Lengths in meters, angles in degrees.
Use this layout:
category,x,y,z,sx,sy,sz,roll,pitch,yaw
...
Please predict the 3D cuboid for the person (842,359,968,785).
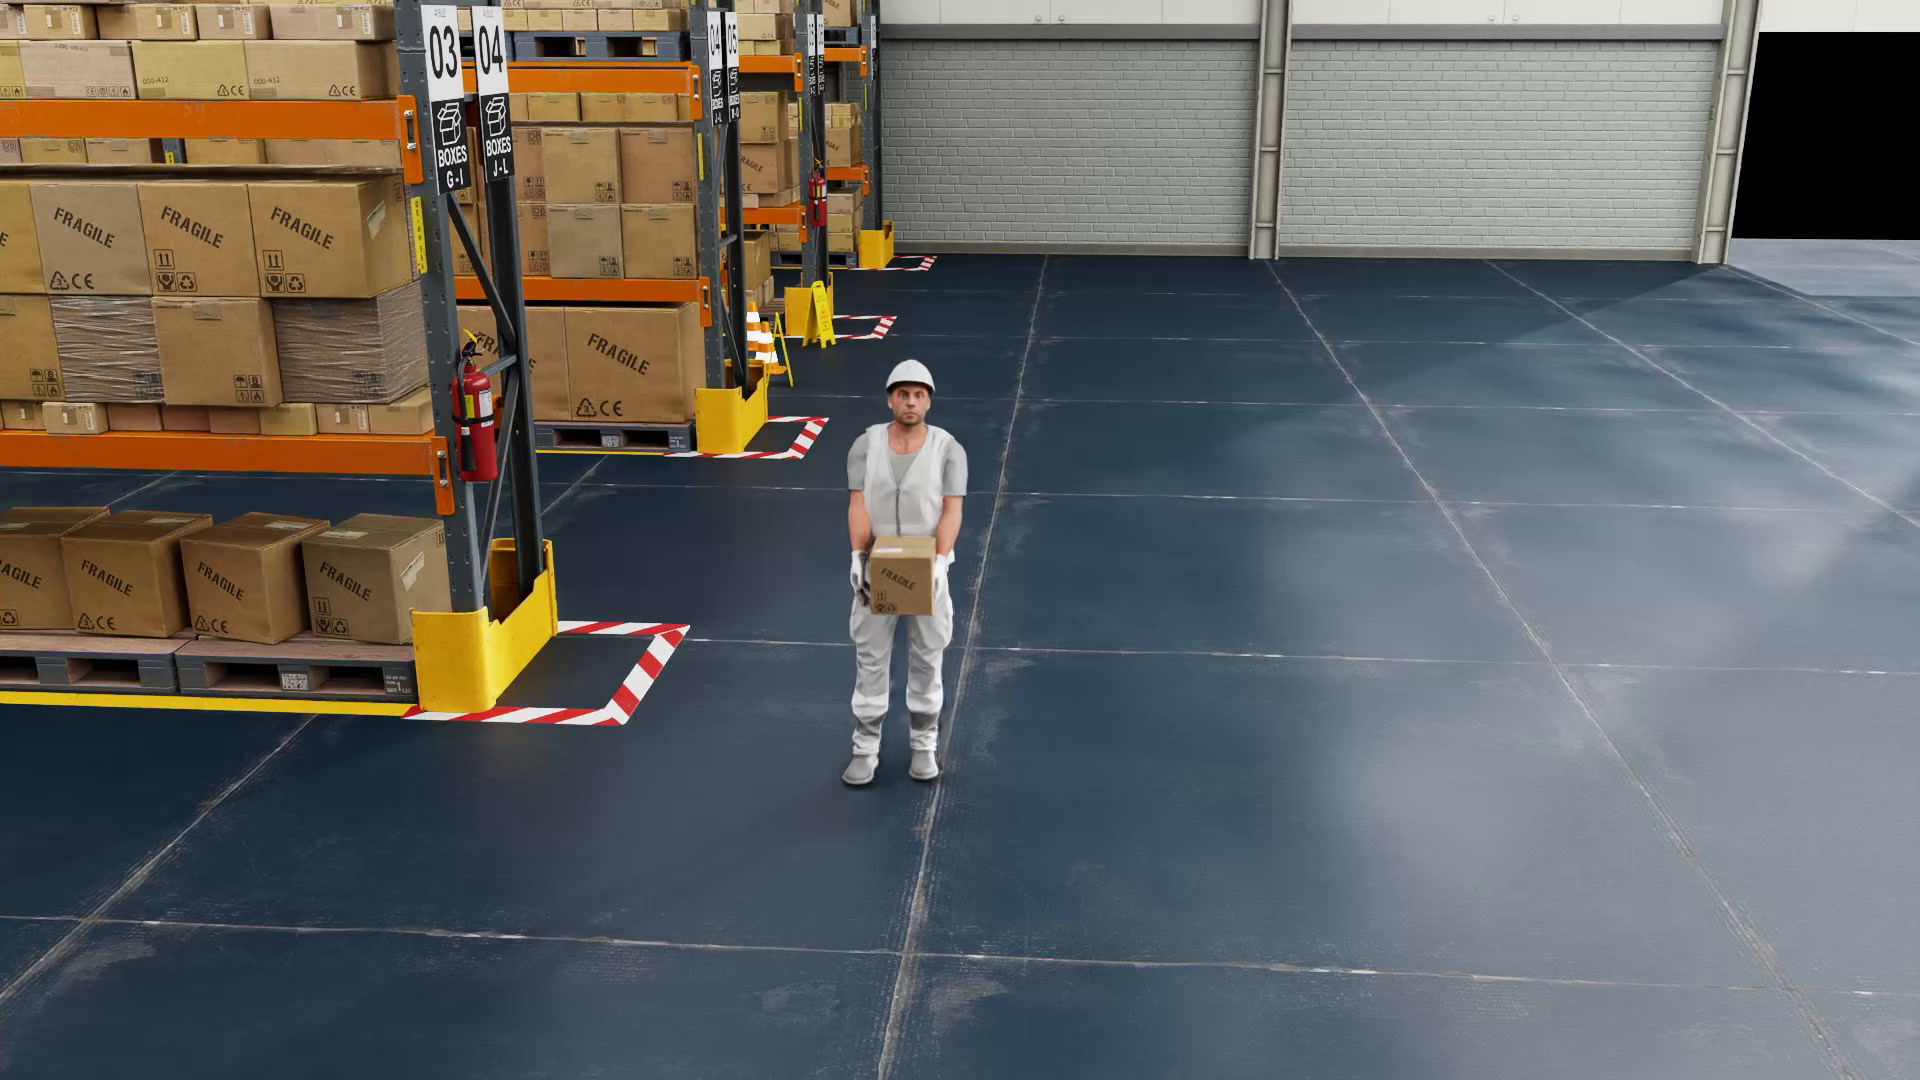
category,x,y,z,sx,sy,sz,roll,pitch,yaw
person,-0.236,0.154,7.004,0.522,1.793,0.538,2,17,5
